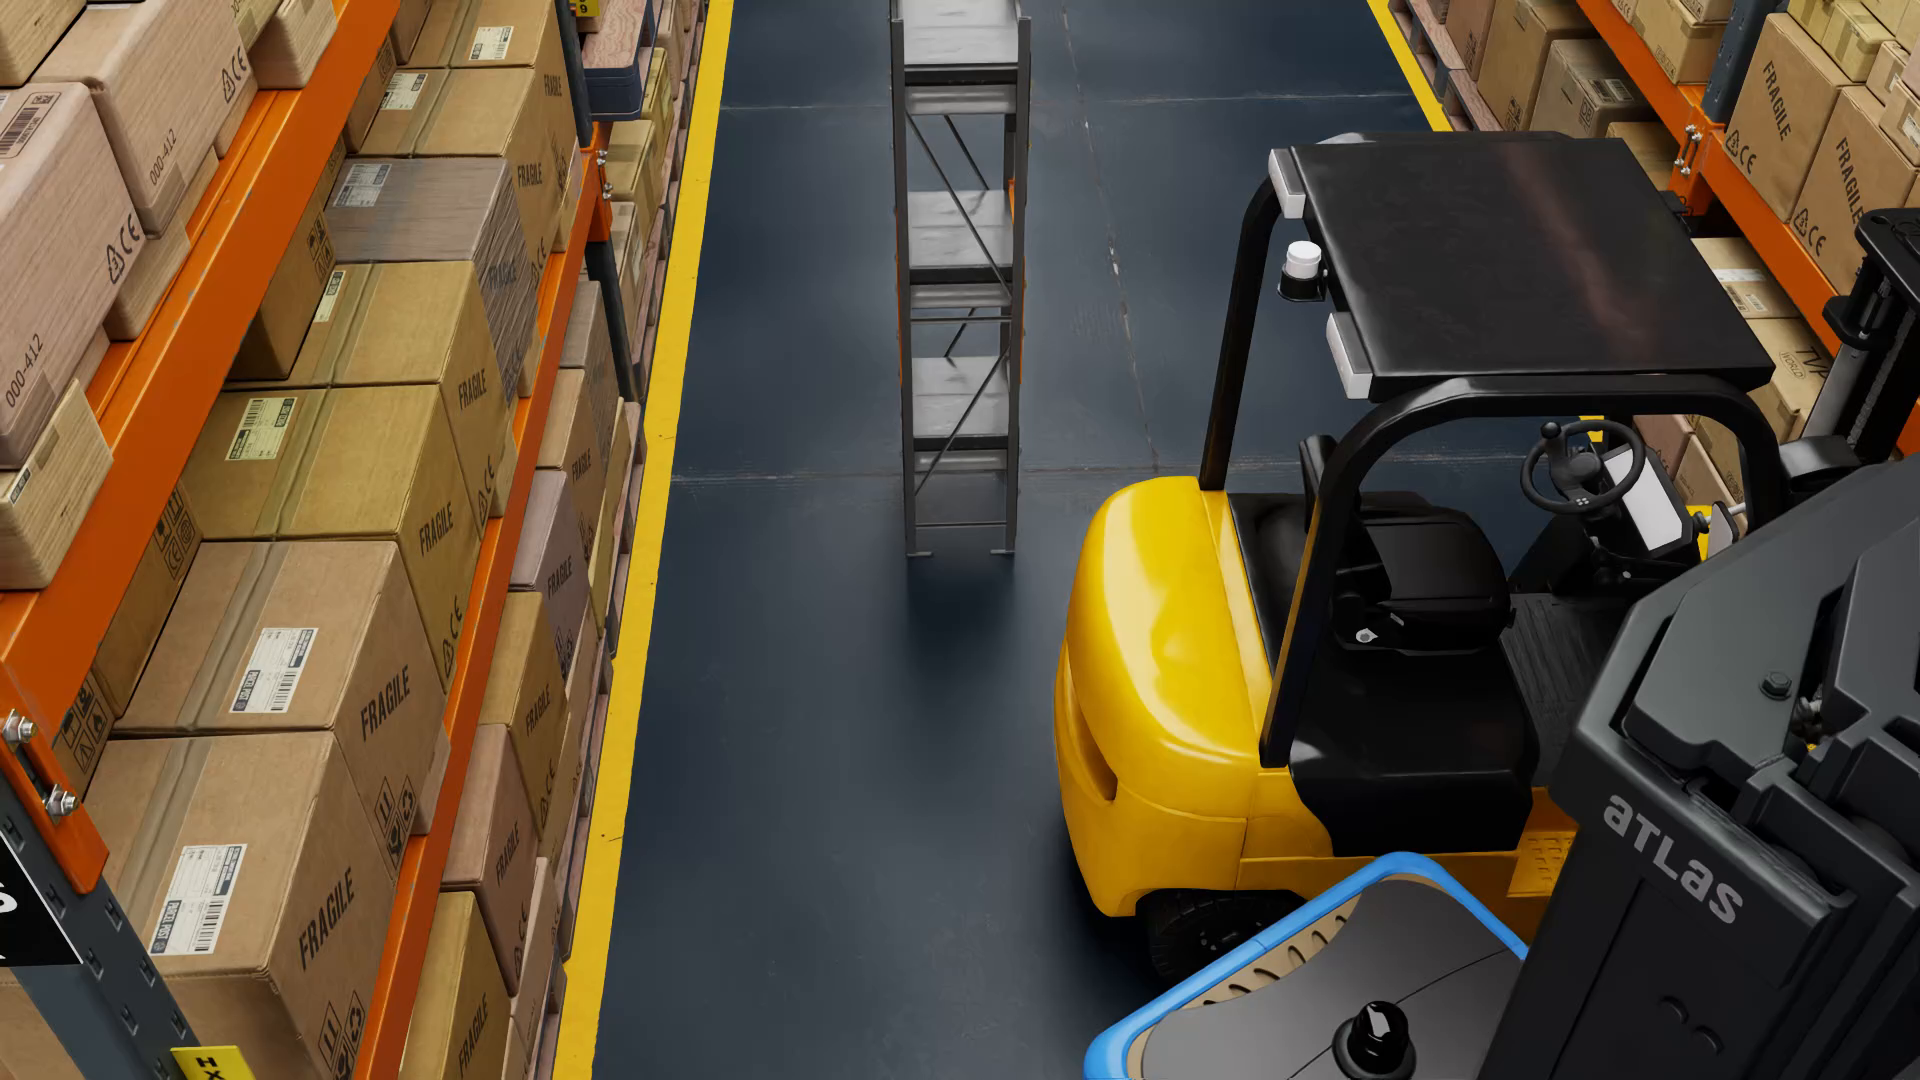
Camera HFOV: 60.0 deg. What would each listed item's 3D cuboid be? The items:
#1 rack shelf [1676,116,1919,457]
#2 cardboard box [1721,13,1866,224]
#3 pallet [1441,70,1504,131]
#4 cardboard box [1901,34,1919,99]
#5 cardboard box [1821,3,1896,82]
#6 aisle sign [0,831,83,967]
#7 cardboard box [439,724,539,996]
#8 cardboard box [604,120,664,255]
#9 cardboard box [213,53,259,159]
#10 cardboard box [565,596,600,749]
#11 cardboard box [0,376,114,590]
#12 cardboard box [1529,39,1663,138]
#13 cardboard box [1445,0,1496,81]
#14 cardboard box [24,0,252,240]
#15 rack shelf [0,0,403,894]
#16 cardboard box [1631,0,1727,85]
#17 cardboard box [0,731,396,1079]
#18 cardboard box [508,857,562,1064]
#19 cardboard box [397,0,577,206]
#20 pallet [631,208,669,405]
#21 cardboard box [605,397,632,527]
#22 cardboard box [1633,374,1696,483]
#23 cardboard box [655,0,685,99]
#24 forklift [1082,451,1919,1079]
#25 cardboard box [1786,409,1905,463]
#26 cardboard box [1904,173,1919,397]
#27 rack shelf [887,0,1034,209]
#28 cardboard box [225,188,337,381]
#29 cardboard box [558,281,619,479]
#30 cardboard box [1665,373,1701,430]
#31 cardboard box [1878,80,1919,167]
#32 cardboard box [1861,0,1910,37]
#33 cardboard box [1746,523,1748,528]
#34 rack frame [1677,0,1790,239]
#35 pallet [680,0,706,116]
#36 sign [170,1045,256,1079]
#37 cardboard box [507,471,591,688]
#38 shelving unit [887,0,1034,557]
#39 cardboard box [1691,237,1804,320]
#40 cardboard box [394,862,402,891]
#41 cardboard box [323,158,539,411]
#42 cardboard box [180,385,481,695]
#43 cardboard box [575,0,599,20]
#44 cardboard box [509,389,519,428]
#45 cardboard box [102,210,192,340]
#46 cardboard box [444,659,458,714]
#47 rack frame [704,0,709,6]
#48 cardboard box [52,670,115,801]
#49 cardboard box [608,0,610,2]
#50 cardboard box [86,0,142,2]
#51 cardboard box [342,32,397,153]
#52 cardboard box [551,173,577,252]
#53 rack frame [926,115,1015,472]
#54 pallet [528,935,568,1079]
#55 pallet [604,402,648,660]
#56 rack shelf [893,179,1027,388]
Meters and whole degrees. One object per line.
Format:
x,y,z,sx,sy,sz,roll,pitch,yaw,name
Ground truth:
3.255,-0.054,4.621,1.077,0.370,4.000,-2,43,-2,rack shelf
2.928,-1.399,5.482,0.500,0.500,0.500,-3,43,-3,cardboard box
3.045,-1.963,8.235,1.003,0.211,1.213,-2,43,-2,pallet
2.916,-1.308,4.683,0.380,0.149,0.250,-1,43,-1,cardboard box
2.933,-1.547,5.164,0.380,0.149,0.250,-1,43,-1,cardboard box
-1.307,0.251,1.832,0.394,0.787,0.004,-2,43,-2,aisle sign
-1.406,0.837,4.286,0.500,0.500,0.500,-3,43,-3,cardboard box
-1.848,-1.549,7.354,0.950,0.372,0.625,1,43,1,cardboard box
-1.437,-0.770,2.836,0.380,0.149,0.250,-3,43,-3,cardboard box
-1.446,0.429,5.286,0.500,0.250,0.500,-1,43,-1,cardboard box
-1.309,-0.070,2.072,0.380,0.149,0.250,-2,43,-2,cardboard box
3.111,-1.824,7.467,0.875,0.625,0.625,-2,43,-2,cardboard box
3.048,-2.786,8.517,0.875,0.625,0.625,0,43,0,cardboard box
-1.386,-0.671,2.433,0.500,0.250,0.500,-2,43,-2,cardboard box
-1.704,-1.014,3.449,1.077,0.370,4.000,-2,43,-2,rack shelf
2.887,-1.946,6.264,0.500,0.250,0.500,-1,43,-1,cardboard box
-1.363,0.702,2.970,0.500,0.500,0.500,-2,43,-2,cardboard box
-1.392,1.138,4.513,0.500,0.250,0.500,0,43,0,cardboard box
-1.522,-1.378,5.239,0.500,0.500,0.500,-3,43,-3,cardboard box
-1.824,-1.022,7.208,1.003,0.211,1.213,-2,43,-2,pallet
-1.496,-0.274,6.053,0.500,0.250,0.500,0,43,0,cardboard box
2.859,-0.474,6.271,0.500,0.250,0.500,-1,43,-1,cardboard box
-1.906,-2.531,8.425,0.950,0.372,0.625,-2,43,-3,cardboard box
1.485,1.424,2.528,1.130,2.935,3.031,-25,48,-24,forklift
2.921,-0.162,5.191,0.500,0.250,0.500,0,43,0,cardboard box
2.989,-0.706,4.726,0.500,0.500,0.500,-2,43,-2,cardboard box
-0.007,-1.392,5.199,0.431,0.518,0.480,-2,43,-2,rack shelf
-1.880,-0.701,3.761,0.700,0.500,0.500,-2,43,-2,cardboard box
-1.496,-0.550,5.799,0.500,0.500,0.500,-2,43,-2,cardboard box
2.882,-0.659,6.103,0.500,0.250,0.500,-2,43,-2,cardboard box
2.908,-1.204,4.789,0.380,0.149,0.250,-1,43,-1,cardboard box
3.006,-1.657,5.064,0.380,0.149,0.250,-1,43,-1,cardboard box
2.915,0.021,5.362,0.500,0.250,0.500,-2,43,-2,cardboard box
3.170,-1.669,5.851,1.000,3.000,0.127,-2,43,-2,rack frame
-1.928,-2.669,9.005,1.003,0.211,1.213,-2,43,-2,pallet
-1.077,0.842,2.471,0.100,0.325,0.005,-2,43,-2,sign
-1.450,0.138,5.049,0.500,0.500,0.500,0,43,0,cardboard box
-0.007,-0.886,5.662,0.431,2.100,0.503,-2,43,-2,shelving unit
2.877,-0.843,5.934,0.500,0.250,0.500,-2,43,-2,cardboard box
-1.382,0.682,3.472,0.380,0.149,0.250,-3,43,-3,cardboard box
-1.467,-0.680,4.478,0.500,0.500,0.500,-1,43,-1,cardboard box
-1.411,0.009,3.727,0.500,0.500,0.500,-2,43,-3,cardboard box
-1.523,-2.150,5.771,0.500,0.500,0.500,-1,43,-1,cardboard box
-1.444,-0.364,4.613,0.380,0.149,0.250,-2,43,-3,cardboard box
-1.387,-0.425,2.459,0.380,0.149,0.250,-1,43,-1,cardboard box
-1.392,0.336,3.849,0.380,0.149,0.250,-1,43,-1,cardboard box
-1.959,-4.224,8.639,1.000,3.000,0.127,-2,43,-2,rack frame
-1.859,0.323,2.644,0.700,0.500,0.500,-3,43,-3,cardboard box
-1.499,-2.137,6.237,0.380,0.149,0.250,-1,43,-1,cardboard box
-1.343,-0.888,2.375,0.380,0.149,0.250,-2,43,-2,cardboard box
-1.988,-1.390,4.513,0.700,0.500,0.500,-1,43,-2,cardboard box
-1.454,-1.055,5.367,0.380,0.149,0.250,-1,43,-1,cardboard box
-0.017,-1.051,5.842,0.400,2.100,0.015,-2,43,-2,rack frame
-1.622,1.604,4.344,1.003,0.211,1.213,-2,43,-2,pallet
-1.726,-0.044,6.141,1.003,0.211,1.213,-2,43,-2,pallet
-0.007,-0.876,5.672,0.431,0.518,0.480,-2,43,-2,rack shelf
